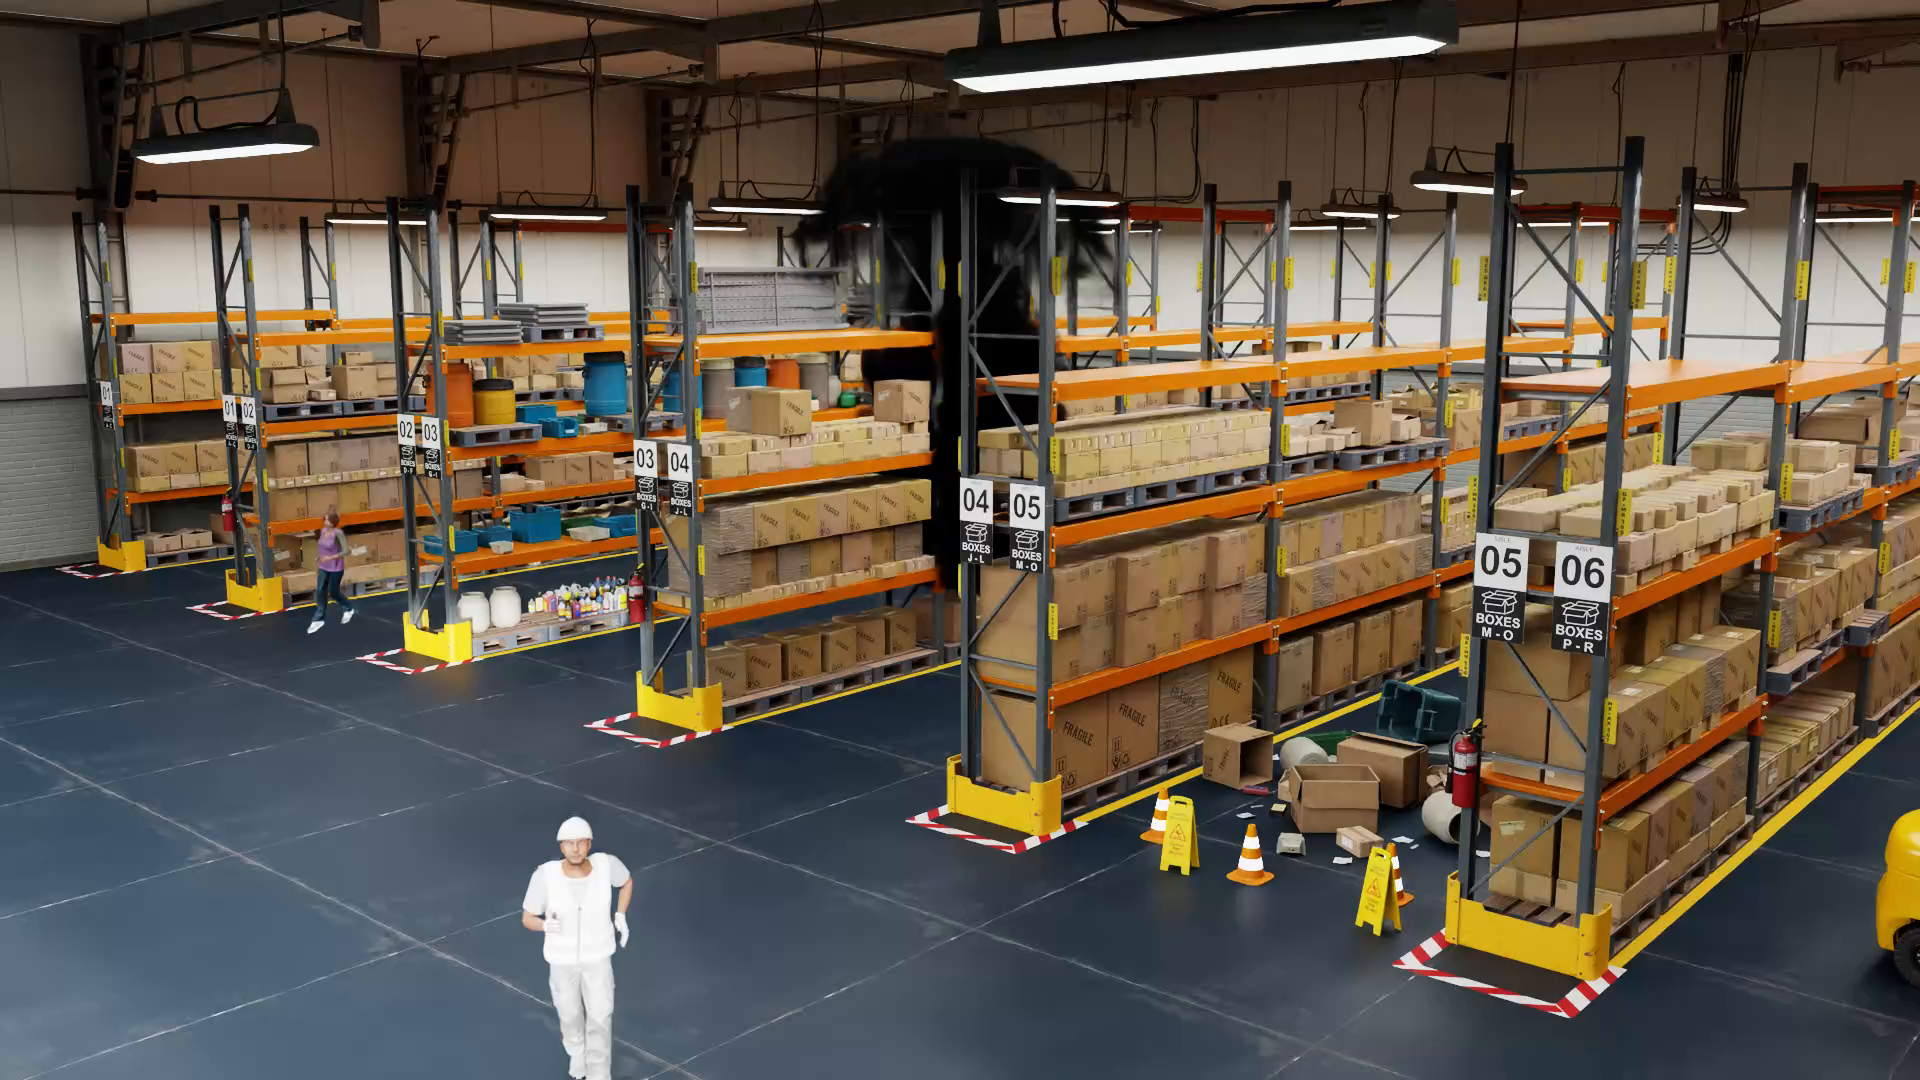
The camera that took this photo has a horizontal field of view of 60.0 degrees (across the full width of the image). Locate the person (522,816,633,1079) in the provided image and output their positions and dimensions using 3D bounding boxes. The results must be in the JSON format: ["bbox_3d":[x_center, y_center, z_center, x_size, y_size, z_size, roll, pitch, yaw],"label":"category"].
[{"bbox_3d":[-2.342,2.590,10.239,0.662,1.823,0.840,-2,10,-10],"label":"person"}]

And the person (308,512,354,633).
[{"bbox_3d":[-8.433,0.410,22.377,0.598,1.617,0.739,5,11,27],"label":"person"}]
